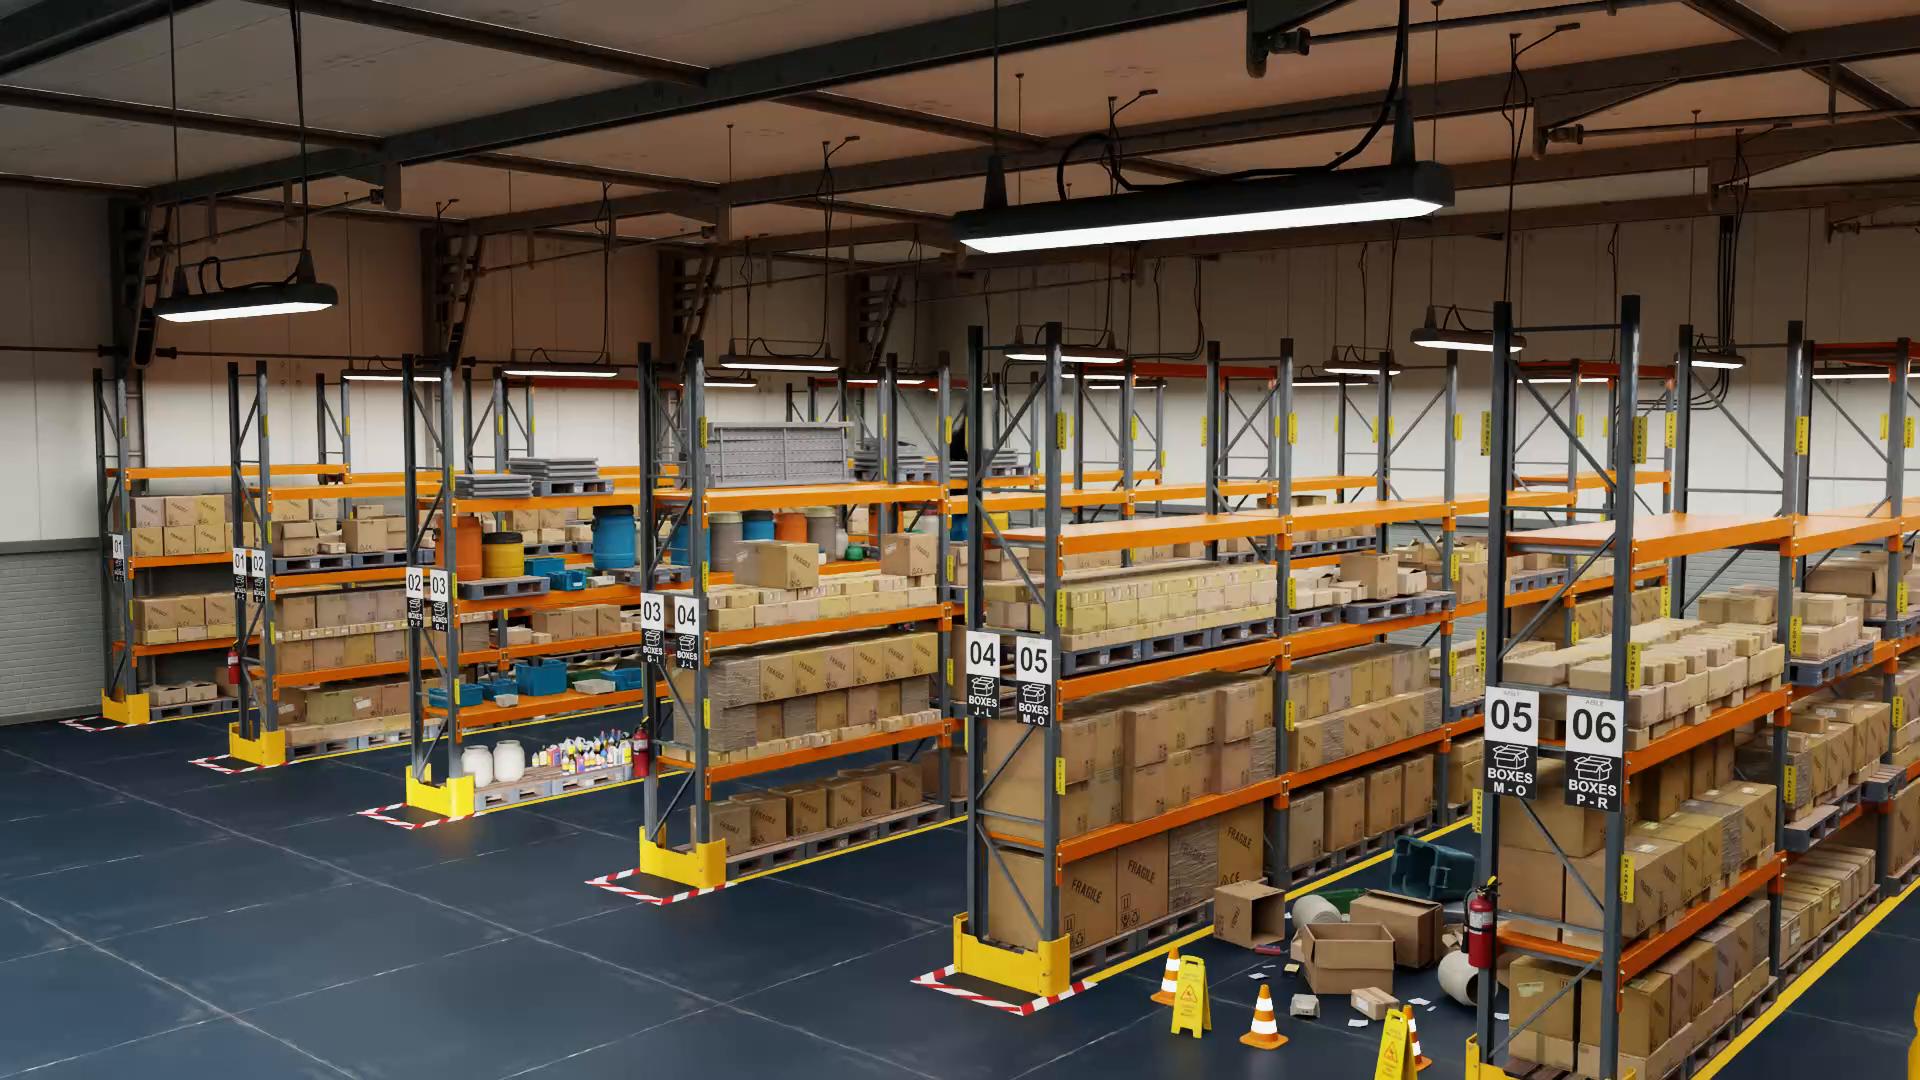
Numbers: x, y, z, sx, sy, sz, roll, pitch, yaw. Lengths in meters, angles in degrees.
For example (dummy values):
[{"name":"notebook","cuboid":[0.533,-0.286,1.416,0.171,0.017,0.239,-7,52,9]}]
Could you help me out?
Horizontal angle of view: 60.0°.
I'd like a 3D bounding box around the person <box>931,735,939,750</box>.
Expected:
[{"name":"person","cuboid":[-0.260,2.373,26.064,0.684,1.775,0.794,2,5,27]}]
